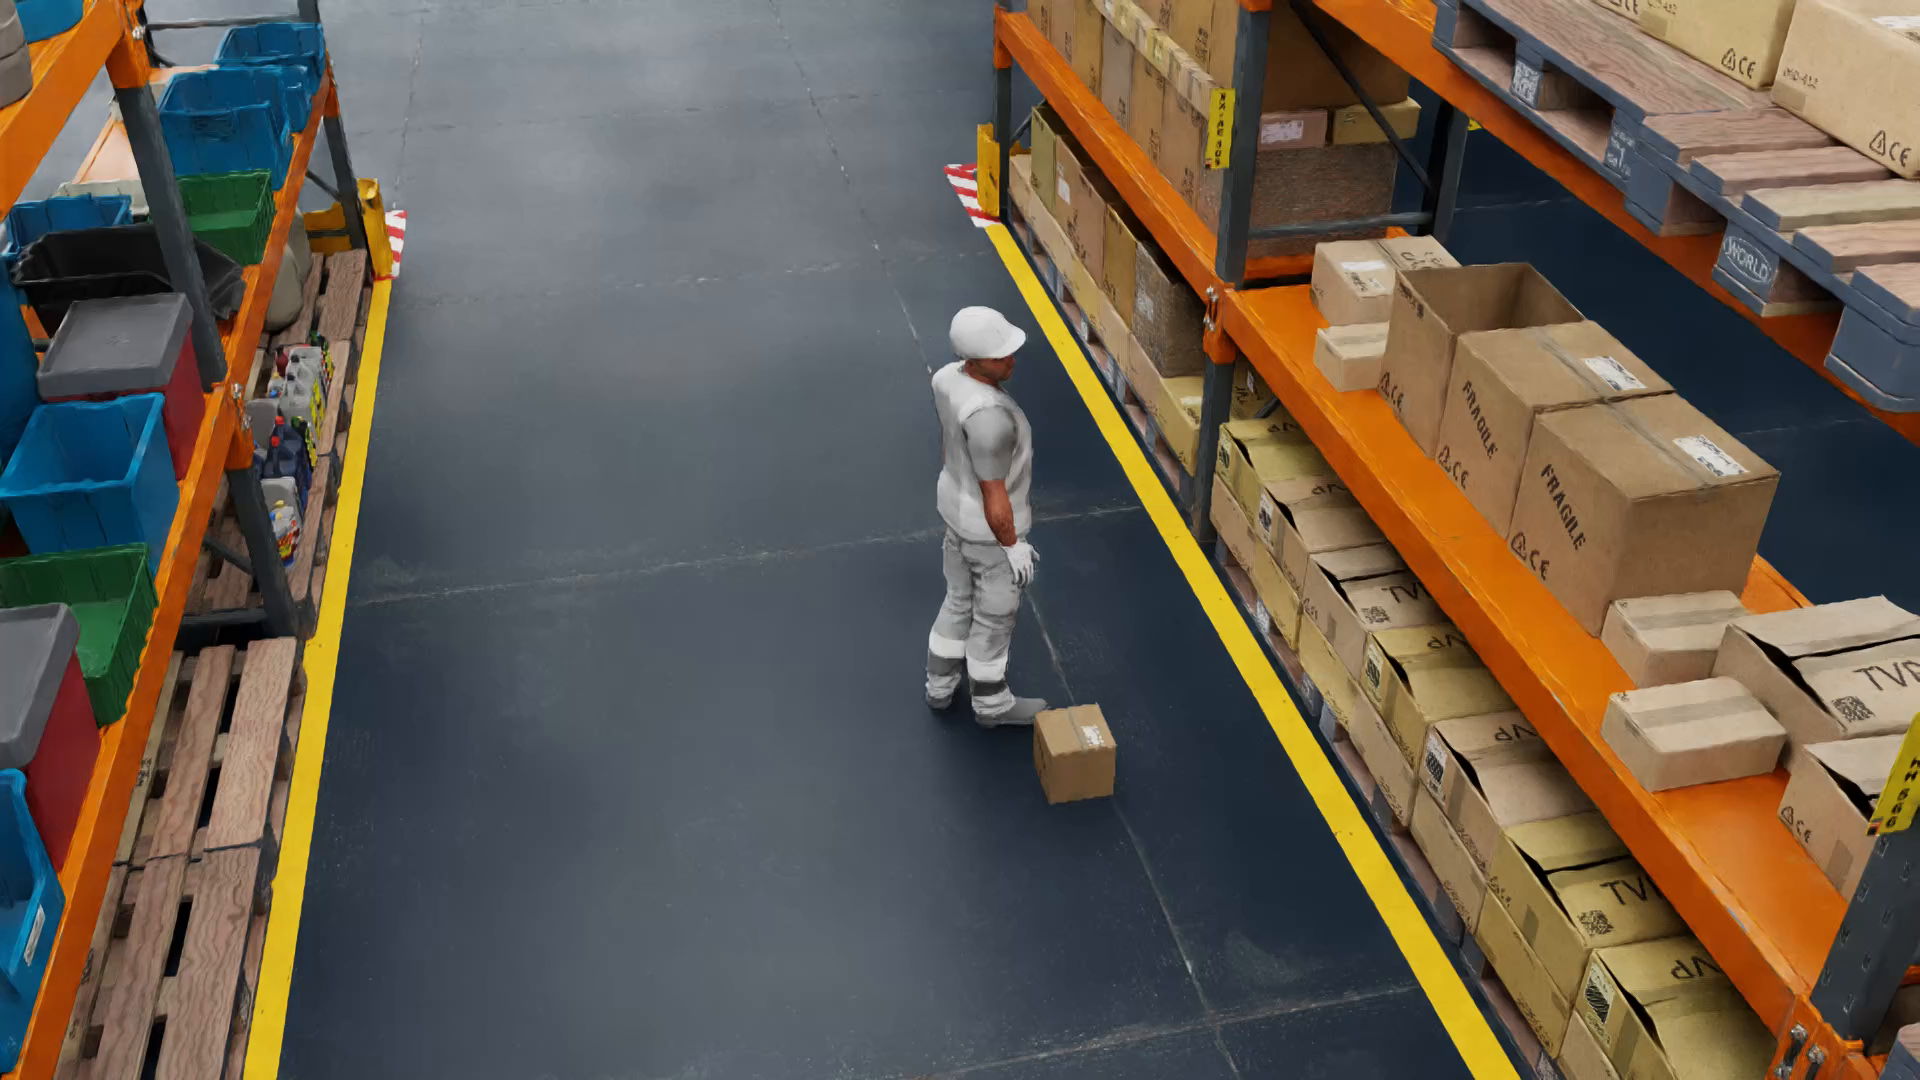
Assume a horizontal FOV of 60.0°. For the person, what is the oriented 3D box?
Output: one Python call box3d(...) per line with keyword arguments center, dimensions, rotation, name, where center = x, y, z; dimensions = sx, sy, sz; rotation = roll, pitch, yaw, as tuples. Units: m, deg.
box3d(center=(0.100, -0.072, 6.205), dimensions=(0.432, 1.789, 0.582), rotation=(-14, 36, -19), name="person")
